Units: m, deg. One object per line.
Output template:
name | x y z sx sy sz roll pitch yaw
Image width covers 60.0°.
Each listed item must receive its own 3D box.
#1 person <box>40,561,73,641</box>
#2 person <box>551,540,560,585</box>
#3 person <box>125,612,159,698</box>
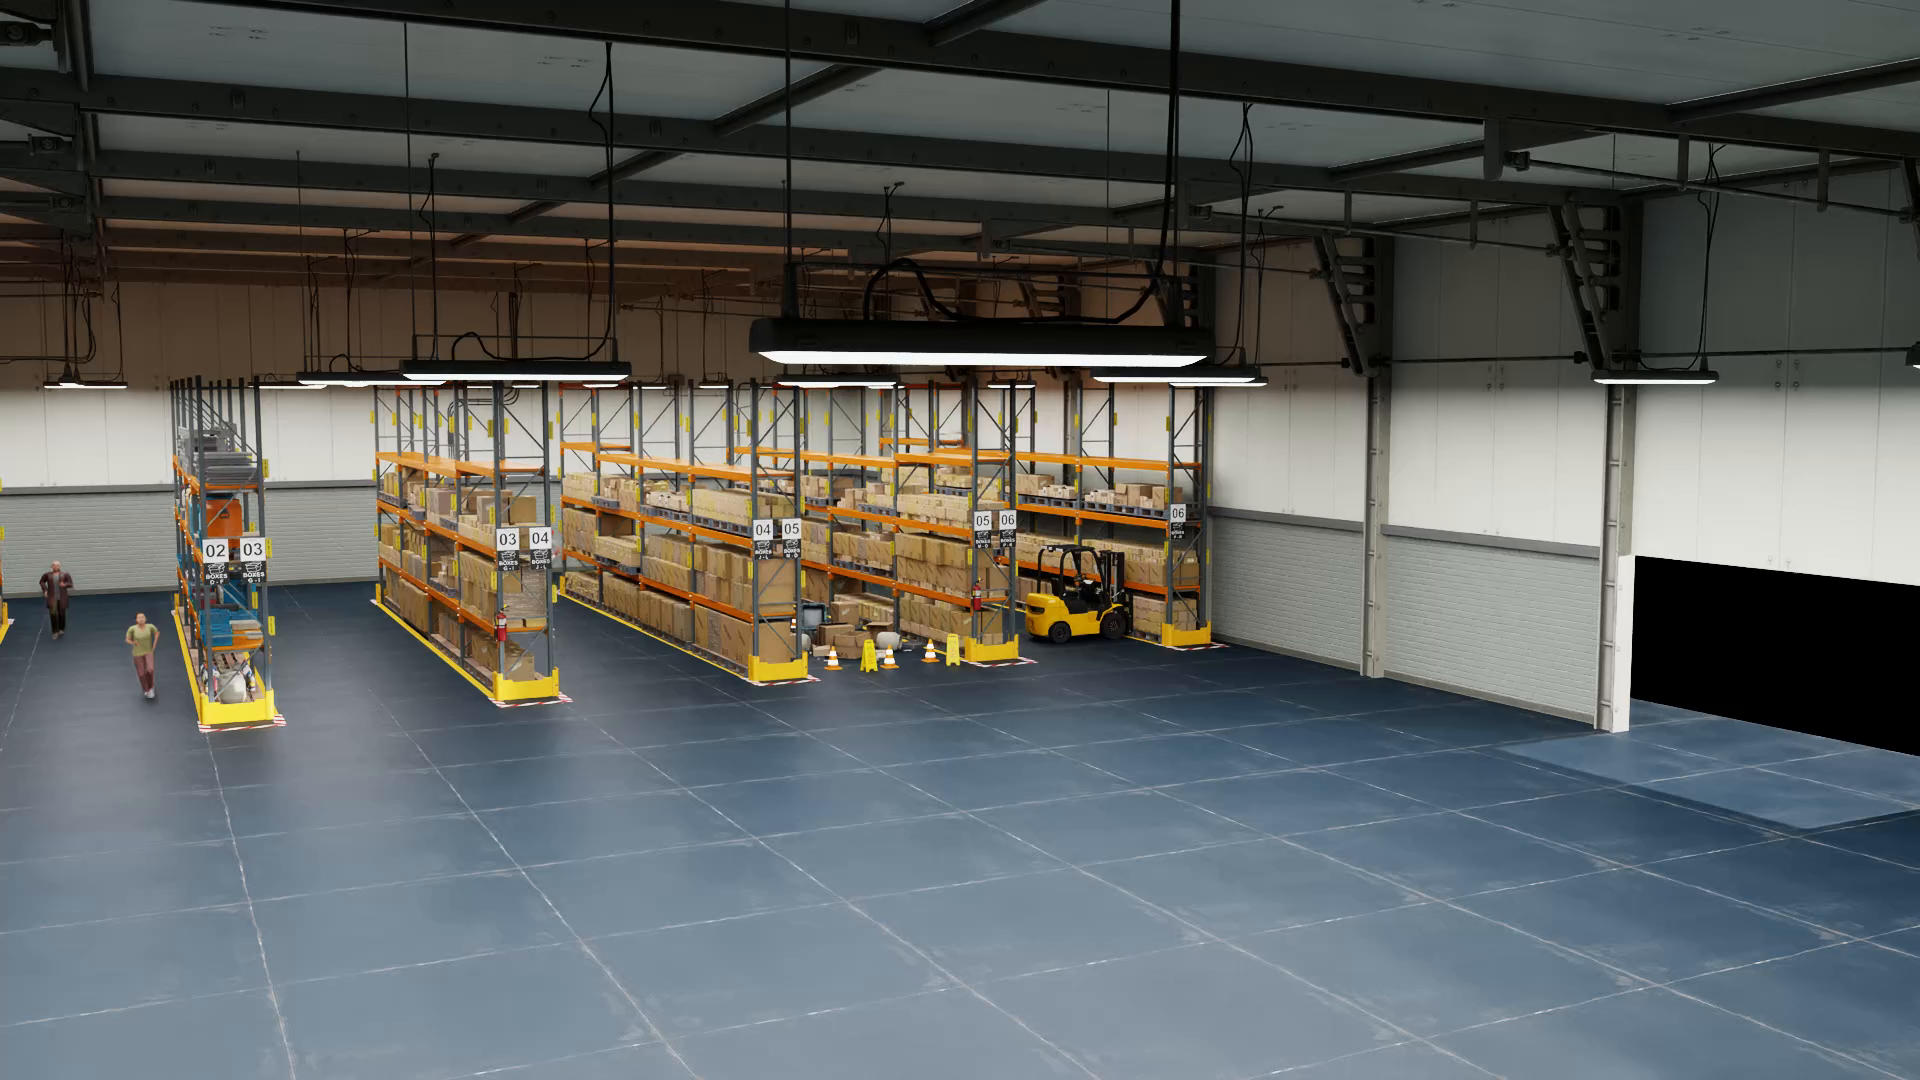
person | -20.977 1.402 38.648 0.682 1.841 0.801 -3 6 -30
person | -12.105 0.564 48.231 0.836 1.751 0.651 -4 6 -35
person | -15.226 2.139 30.991 0.571 1.630 0.680 -2 6 -26
